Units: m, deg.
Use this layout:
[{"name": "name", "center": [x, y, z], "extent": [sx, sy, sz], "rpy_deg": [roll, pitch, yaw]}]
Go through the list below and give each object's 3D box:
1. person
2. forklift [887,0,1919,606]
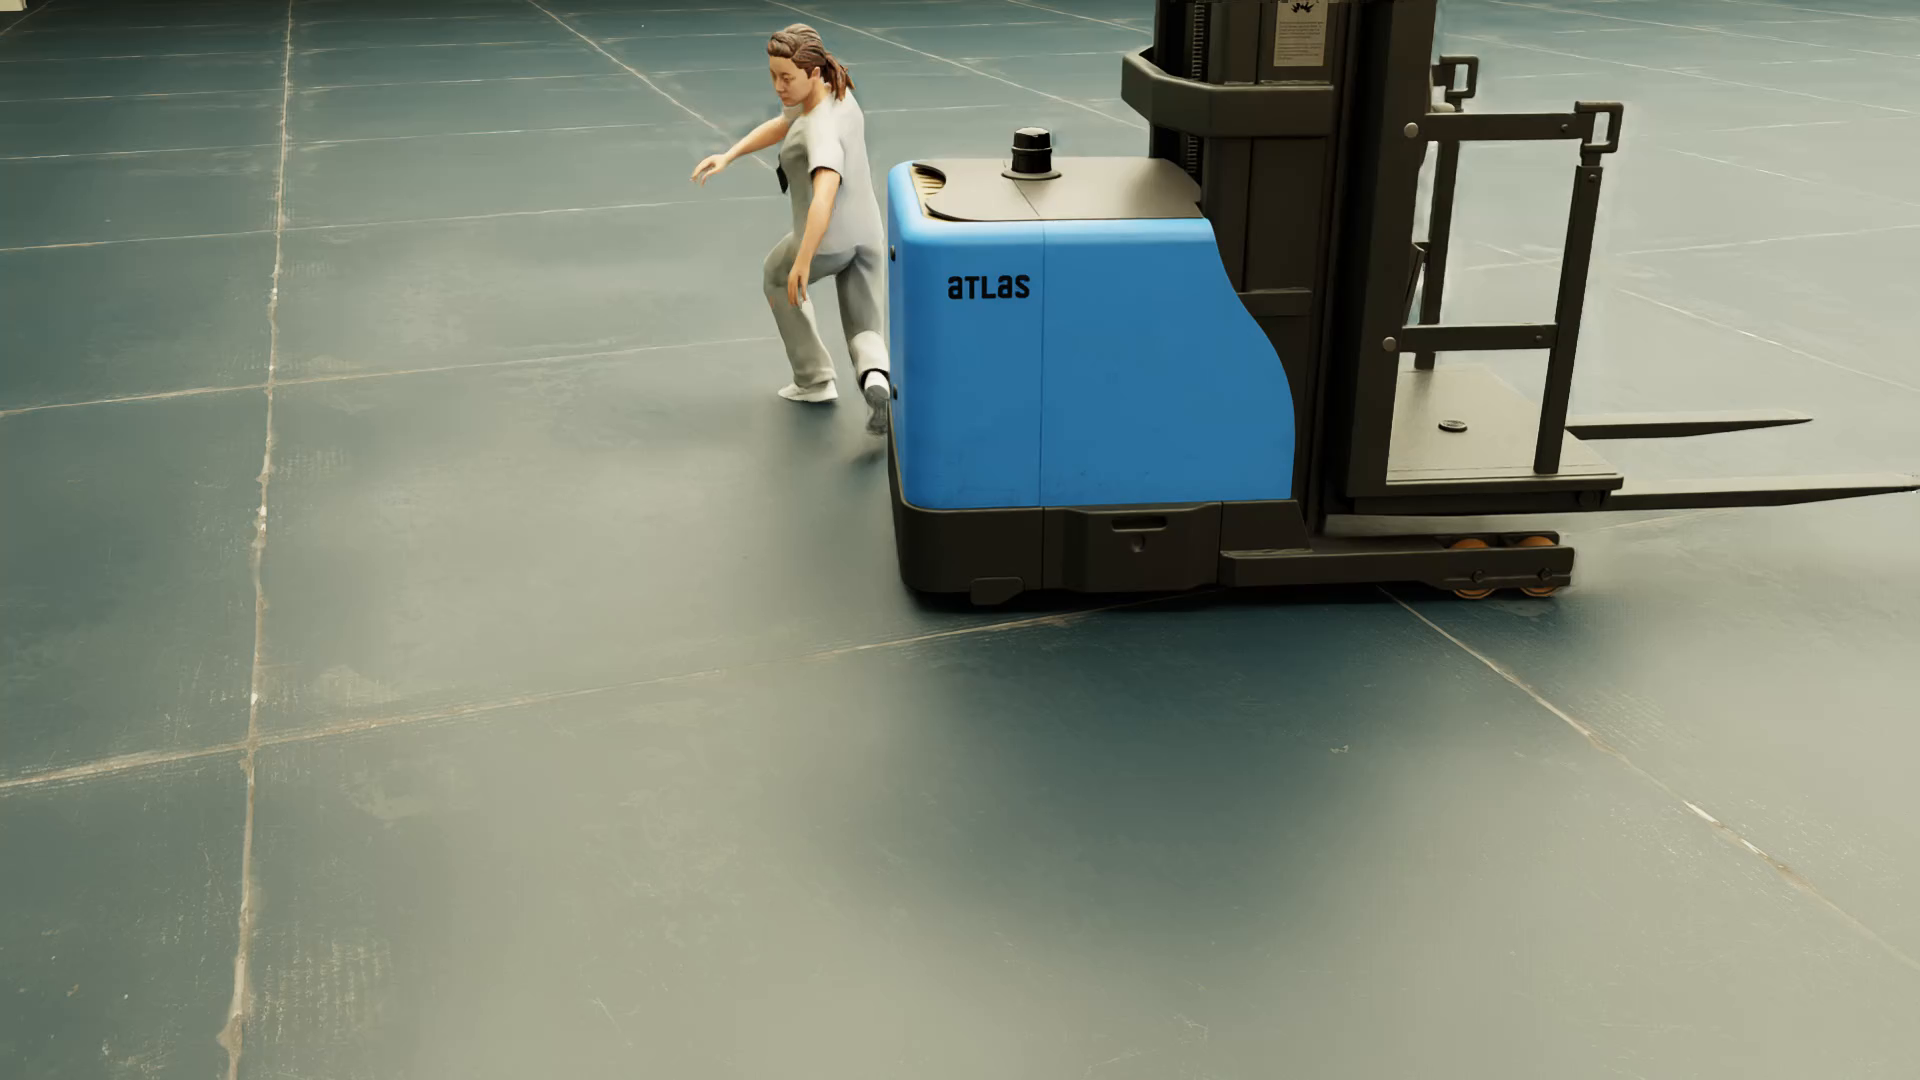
[{"name": "person", "center": [-0.504, -1.065, 5.850], "extent": [0.608, 1.446, 0.919], "rpy_deg": [-18, 29, -36]}, {"name": "forklift", "center": [1.312, -1.387, 4.598], "extent": [3.031, 2.935, 1.130], "rpy_deg": [-2, 23, -4]}]
